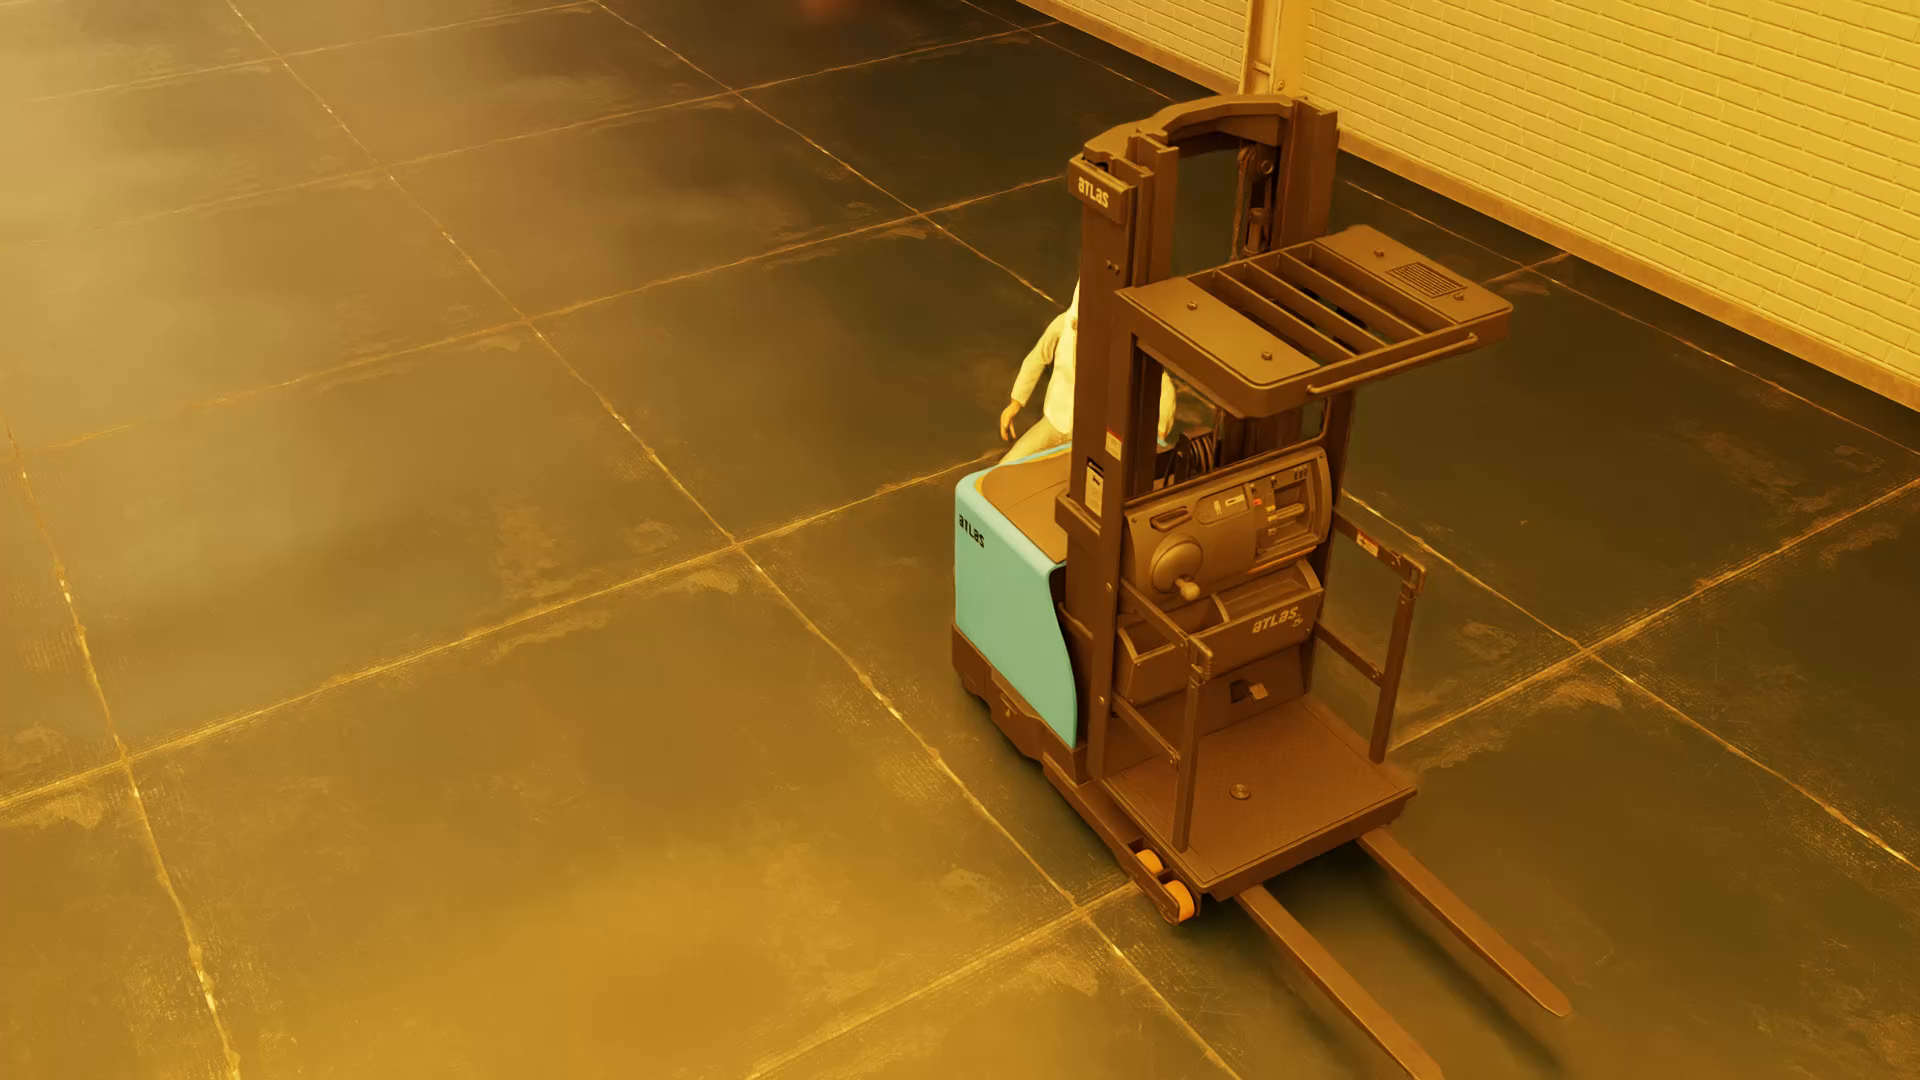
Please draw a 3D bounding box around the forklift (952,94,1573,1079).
[{"bbox_3d":[1.137,0.004,6.141,1.130,2.935,3.031,-18,39,-24],"label":"forklift"}]

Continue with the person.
[{"bbox_3d":[0.621,-0.545,8.122,0.979,1.632,0.888,18,39,24],"label":"person"}]
